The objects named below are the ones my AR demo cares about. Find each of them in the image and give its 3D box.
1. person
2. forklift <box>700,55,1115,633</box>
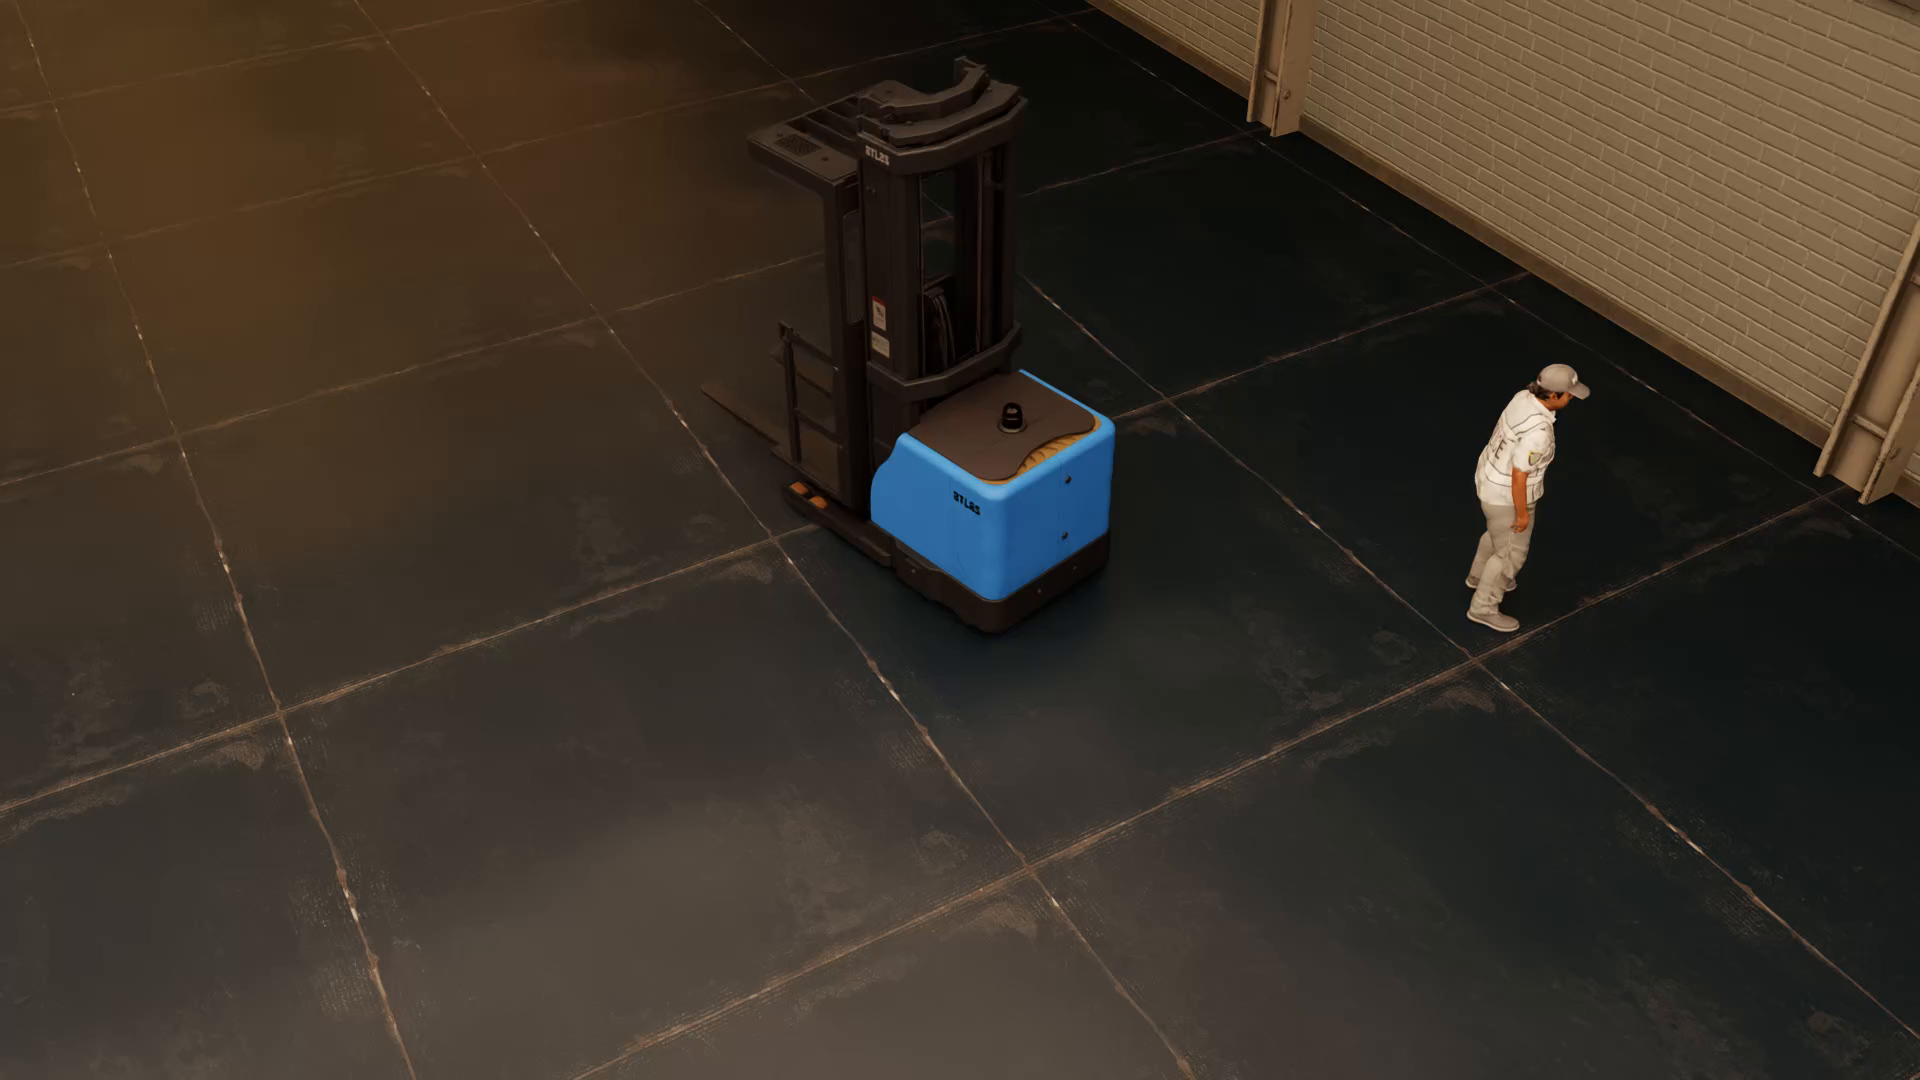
[{"bbox_3d":[3.140,-0.274,9.363,0.466,1.667,0.535,7,40,8],"label":"person"},{"bbox_3d":[-0.477,-1.440,9.773,1.130,2.935,3.031,-31,49,-32],"label":"forklift"}]
